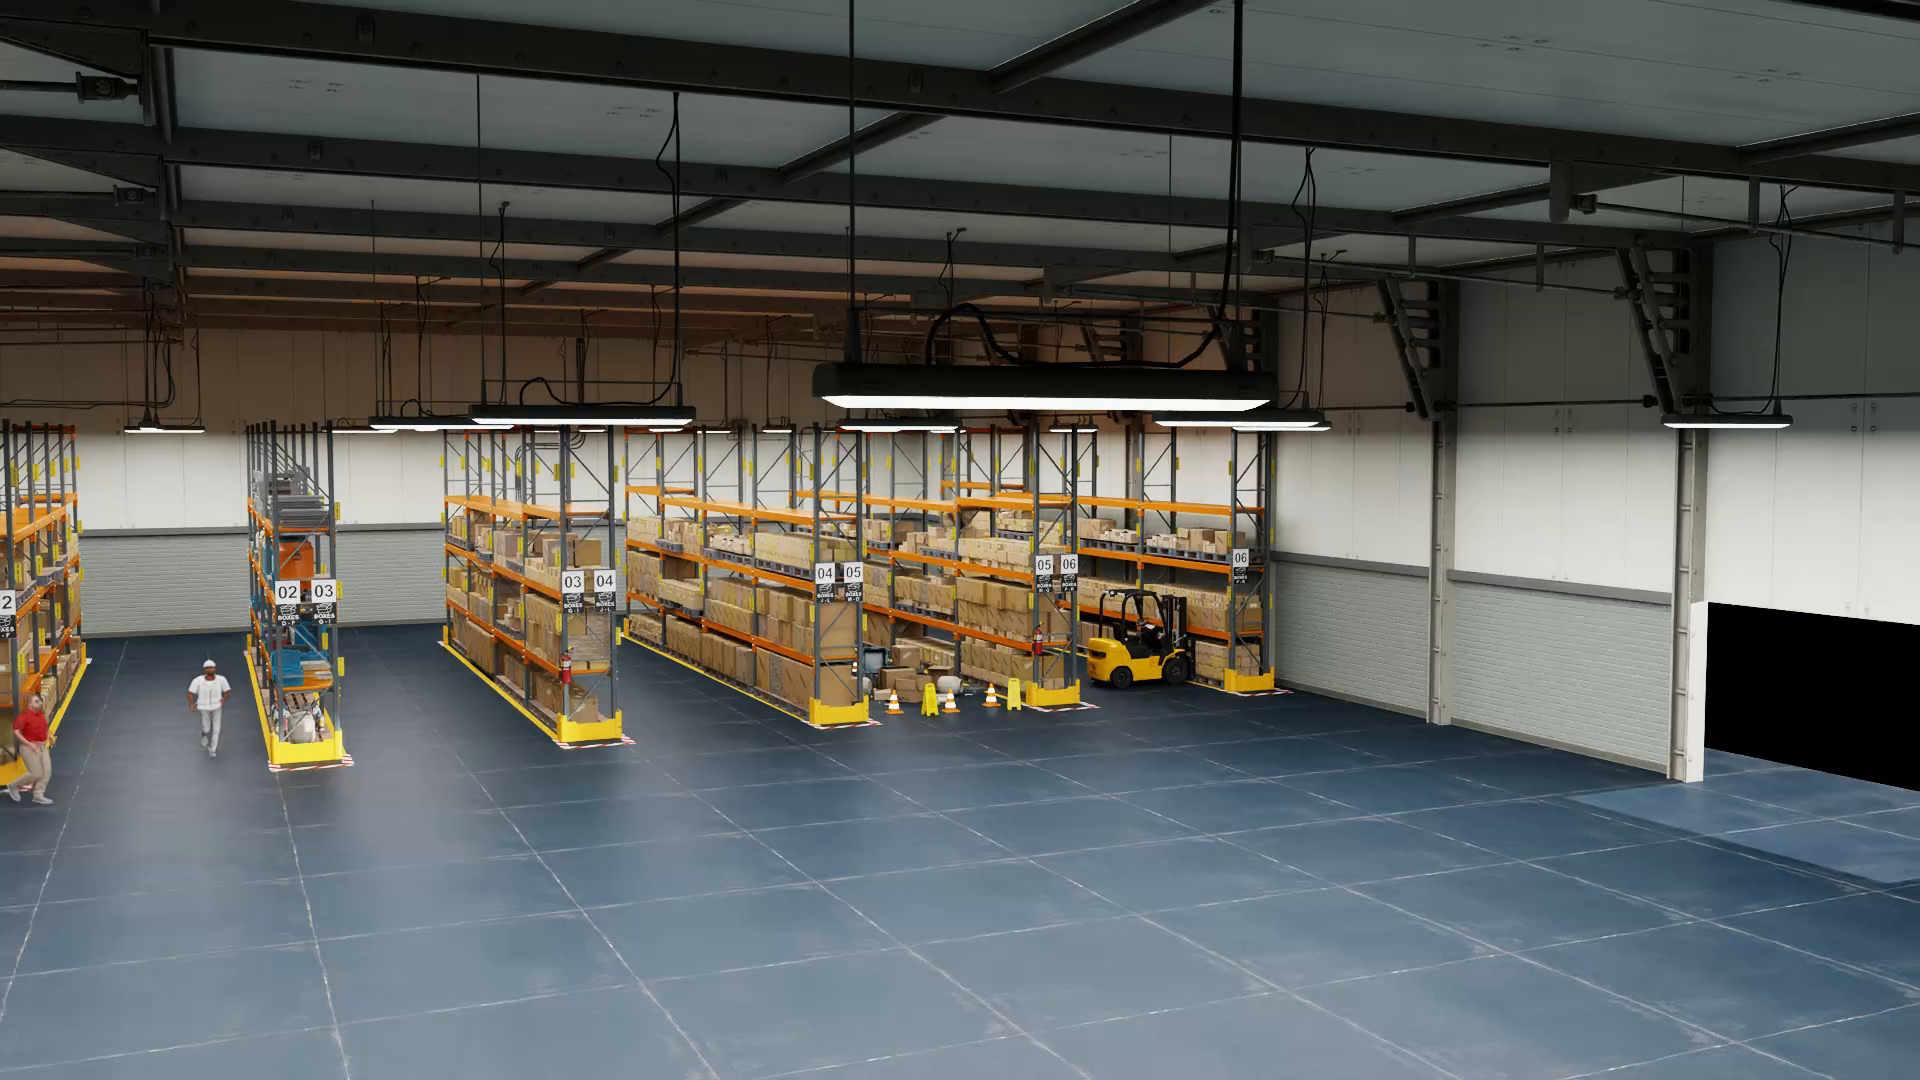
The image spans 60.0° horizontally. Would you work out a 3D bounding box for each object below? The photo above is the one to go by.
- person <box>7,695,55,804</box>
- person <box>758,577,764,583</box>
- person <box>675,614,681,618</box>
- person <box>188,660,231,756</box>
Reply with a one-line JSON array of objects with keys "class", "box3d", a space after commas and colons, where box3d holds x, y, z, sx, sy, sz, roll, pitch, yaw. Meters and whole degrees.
[{"class": "person", "box3d": [-14.467, 3.263, 25.903, 0.642, 1.707, 0.686, 0, 4, 4]}, {"class": "person", "box3d": [-6.082, 1.737, 50.718, 0.767, 1.710, 0.613, -1, 4, -22]}, {"class": "person", "box3d": [-8.313, 1.798, 48.909, 0.811, 1.813, 0.679, 2, 4, 32]}, {"class": "person", "box3d": [-13.402, 3.006, 29.732, 0.701, 1.716, 0.587, -2, 4, -29]}]
